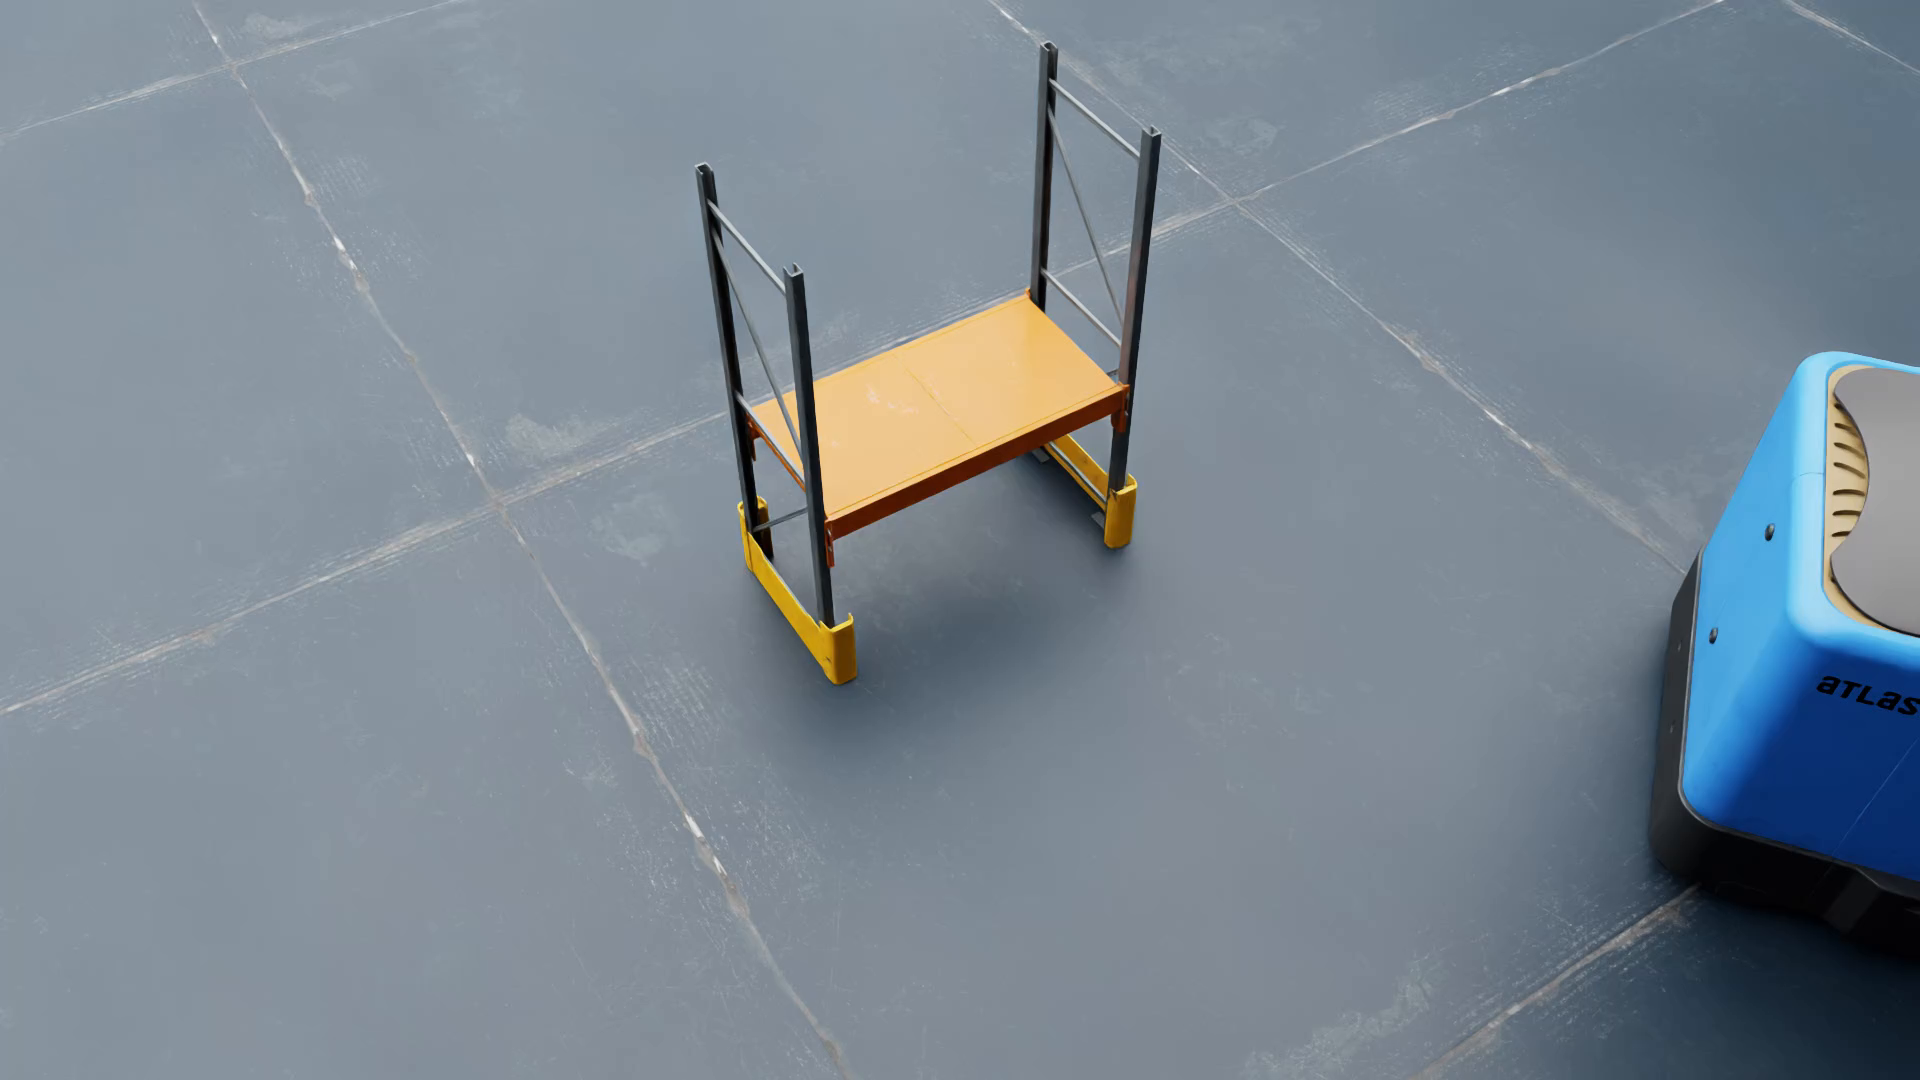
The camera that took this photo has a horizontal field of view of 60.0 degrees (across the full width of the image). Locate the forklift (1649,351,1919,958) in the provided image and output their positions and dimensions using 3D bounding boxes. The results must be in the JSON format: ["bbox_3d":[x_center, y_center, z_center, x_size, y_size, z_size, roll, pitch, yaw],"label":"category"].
[{"bbox_3d":[3.411,-0.047,3.329,3.031,2.935,1.130,15,50,13],"label":"forklift"}]

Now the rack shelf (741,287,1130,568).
[{"bbox_3d":[-0.072,-0.345,4.794,1.000,0.185,0.538,-25,53,-21],"label":"rack shelf"}]

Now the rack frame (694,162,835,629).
[{"bbox_3d":[-0.502,-0.262,4.479,0.032,1.500,0.500,-25,53,-21],"label":"rack frame"}]

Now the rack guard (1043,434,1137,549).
[{"bbox_3d":[0.357,-0.251,5.306,0.087,0.250,0.587,-25,53,-21],"label":"rack guard"}]

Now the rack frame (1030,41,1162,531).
[{"bbox_3d":[0.358,-0.667,4.840,0.032,1.500,0.500,-25,53,-21],"label":"rack frame"}]

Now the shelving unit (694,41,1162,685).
[{"bbox_3d":[-0.064,-0.468,4.663,1.083,1.500,0.587,-25,53,-21],"label":"shelving unit"}]

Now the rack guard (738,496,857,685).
[{"bbox_3d":[-0.486,0.146,4.953,0.087,0.250,0.587,-25,53,-21],"label":"rack guard"}]
